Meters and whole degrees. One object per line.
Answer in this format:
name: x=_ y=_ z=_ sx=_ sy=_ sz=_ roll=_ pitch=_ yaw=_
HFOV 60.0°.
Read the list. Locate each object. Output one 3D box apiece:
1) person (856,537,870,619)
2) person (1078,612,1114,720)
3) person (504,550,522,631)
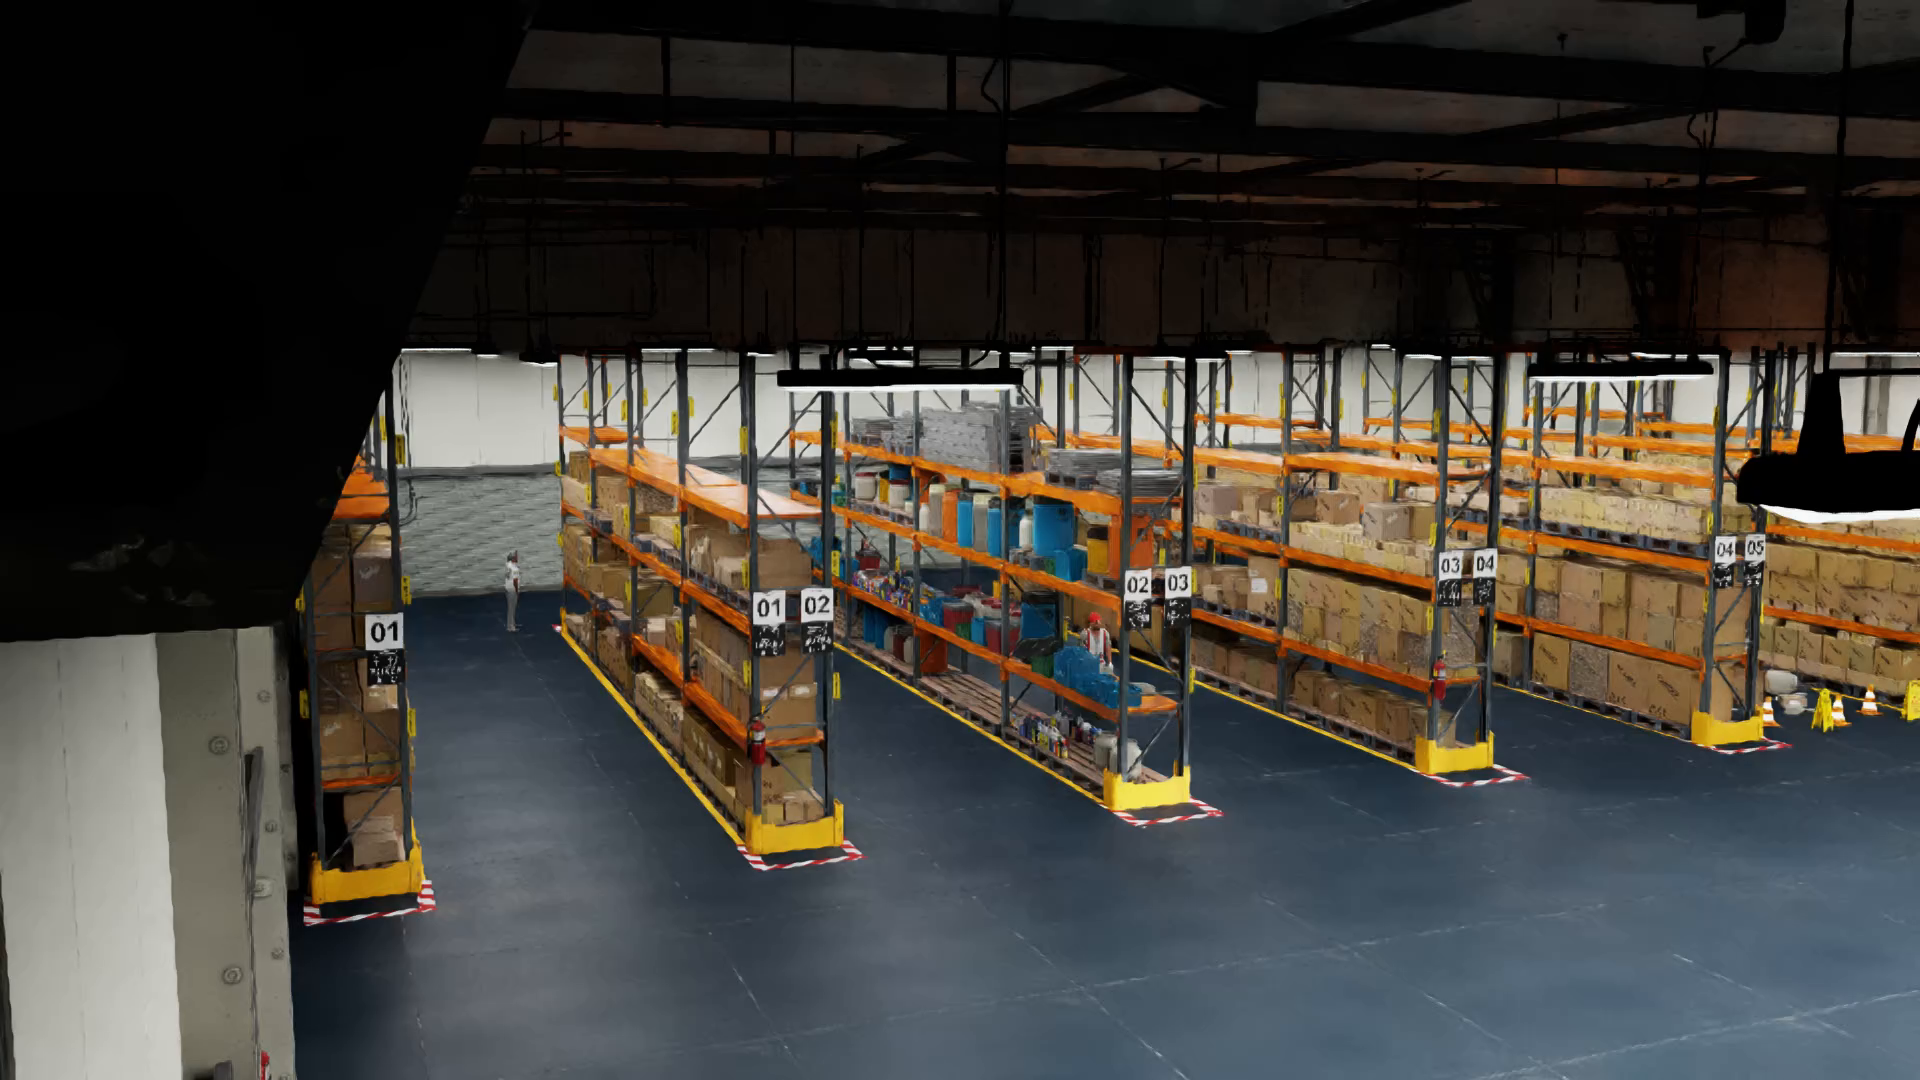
person: x=-2.073 y=0.816 z=36.363 sx=0.432 sy=1.782 sz=0.737 roll=-1 pitch=7 yaw=-4
person: x=2.205 y=2.028 z=27.152 sx=0.567 sy=1.736 sz=1.044 roll=-3 pitch=8 yaw=-22
person: x=-9.396 y=1.044 z=34.974 sx=0.367 sy=1.688 sz=0.611 roll=-4 pitch=8 yaw=-28
